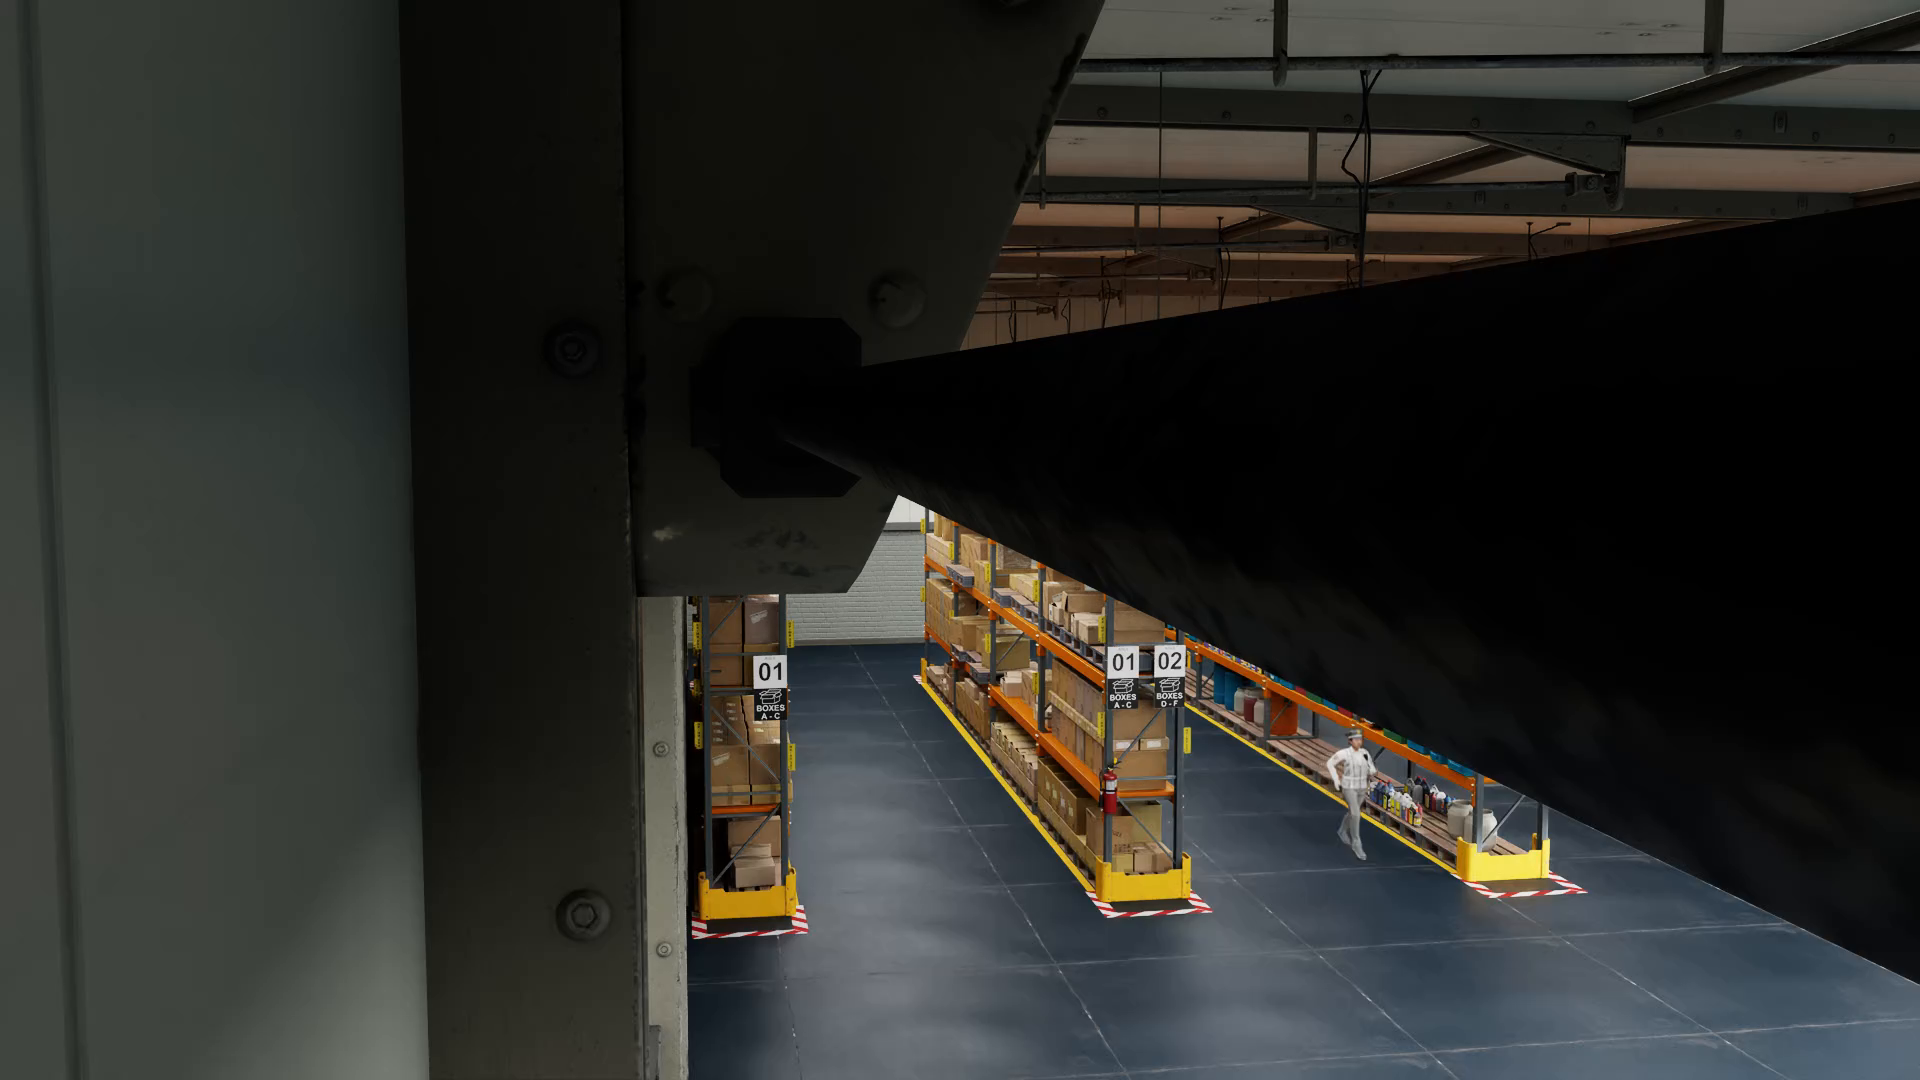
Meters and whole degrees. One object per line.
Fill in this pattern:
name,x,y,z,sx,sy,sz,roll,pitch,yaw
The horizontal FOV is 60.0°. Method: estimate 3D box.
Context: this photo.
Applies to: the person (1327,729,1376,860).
person,5.428,3.458,22.953,0.587,1.742,0.807,-2,5,-23
